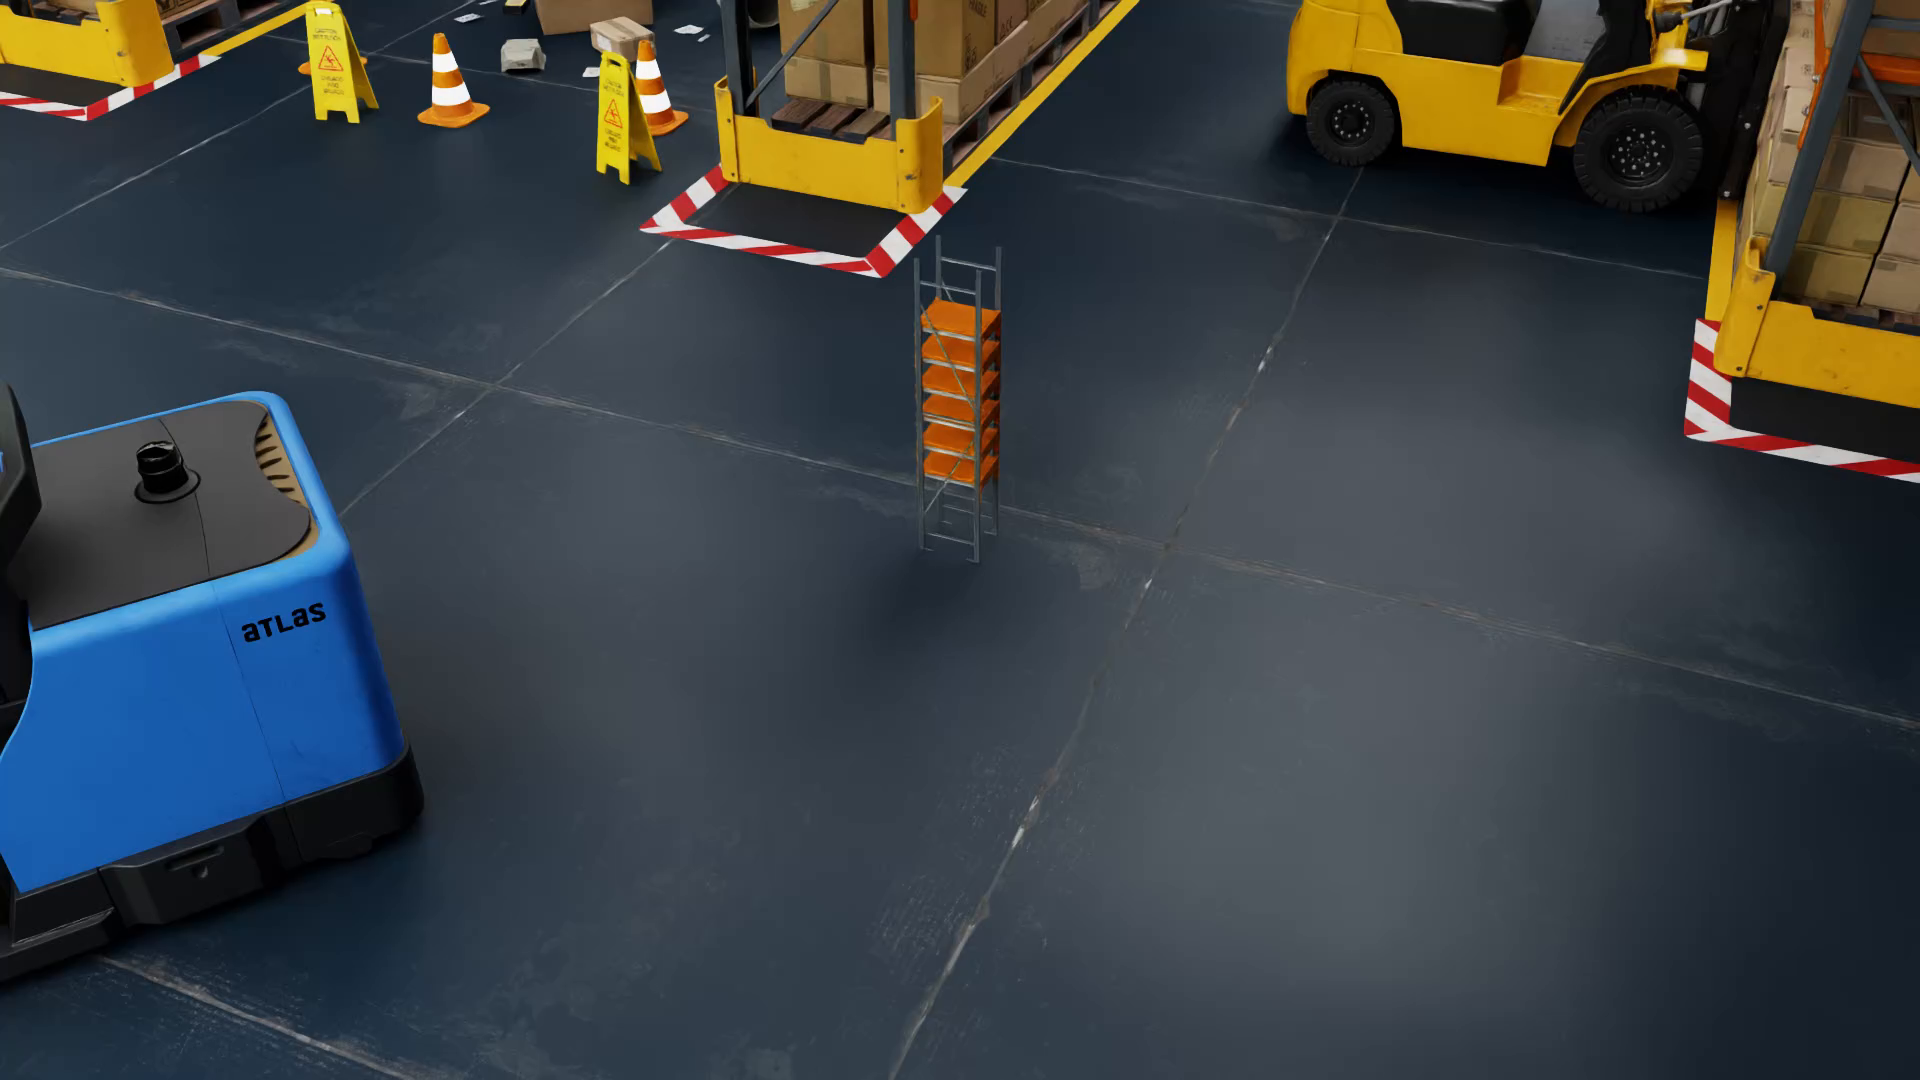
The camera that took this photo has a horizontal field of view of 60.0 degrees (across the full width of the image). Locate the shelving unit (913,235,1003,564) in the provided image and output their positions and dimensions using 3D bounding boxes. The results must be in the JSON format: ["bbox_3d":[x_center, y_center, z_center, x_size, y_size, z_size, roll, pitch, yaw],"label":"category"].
[{"bbox_3d":[-0.006,-0.473,5.880,0.258,1.200,0.189,14,39,18],"label":"shelving unit"}]

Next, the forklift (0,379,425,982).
[{"bbox_3d":[-3.166,-0.110,3.949,3.031,2.935,1.130,-19,41,-23],"label":"forklift"}]

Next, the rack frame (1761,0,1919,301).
[{"bbox_3d":[3.887,-1.907,6.296,1.000,3.000,0.127,14,39,18],"label":"rack frame"}]

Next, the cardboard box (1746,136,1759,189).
[{"bbox_3d":[4.170,-1.854,8.171,0.500,0.250,0.500,14,39,18],"label":"cardboard box"}]

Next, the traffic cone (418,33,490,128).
[{"bbox_3d":[-2.890,-2.616,9.363,0.336,0.463,0.334,14,39,18],"label":"traffic cone"}]

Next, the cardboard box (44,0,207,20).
[{"bbox_3d":[-5.124,-3.815,10.272,0.875,0.875,0.875,14,39,18],"label":"cardboard box"}]

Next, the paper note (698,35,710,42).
[{"bbox_3d":[-1.612,-3.162,10.472,0.032,0.001,0.123,14,39,18],"label":"paper note"}]

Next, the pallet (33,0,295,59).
[{"bbox_3d":[-5.089,-3.451,10.690,1.003,0.211,1.213,14,39,18],"label":"pallet"}]

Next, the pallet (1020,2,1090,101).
[{"bbox_3d":[0.132,-3.075,10.188,1.003,0.211,1.213,14,39,18],"label":"pallet"}]

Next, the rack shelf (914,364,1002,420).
[{"bbox_3d":[-0.006,-0.533,5.835,0.258,0.103,0.180,14,39,18],"label":"rack shelf"}]

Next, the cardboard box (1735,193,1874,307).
[{"bbox_3d":[3.774,-1.306,7.437,0.500,0.250,0.500,14,39,18],"label":"cardboard box"}]

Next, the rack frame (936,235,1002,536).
[{"bbox_3d":[0.029,-0.523,5.948,0.240,1.200,0.006,14,39,18],"label":"rack frame"}]

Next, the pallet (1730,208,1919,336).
[{"bbox_3d":[4.139,-1.223,7.710,1.003,0.211,1.213,14,39,18],"label":"pallet"}]

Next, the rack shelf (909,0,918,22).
[{"bbox_3d":[0.056,-3.855,9.502,1.077,0.370,4.000,14,39,18],"label":"rack shelf"}]

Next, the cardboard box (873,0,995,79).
[{"bbox_3d":[-0.134,-2.800,8.810,0.500,0.500,0.500,13,39,16],"label":"cardboard box"}]

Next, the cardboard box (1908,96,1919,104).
[{"bbox_3d":[4.432,-1.875,7.363,0.500,0.250,0.500,14,39,18],"label":"cardboard box"}]

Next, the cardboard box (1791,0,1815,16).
[{"bbox_3d":[4.345,-2.545,8.260,0.500,0.250,0.500,13,39,17],"label":"cardboard box"}]

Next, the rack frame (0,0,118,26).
[{"bbox_3d":[-5.321,-4.107,9.239,1.000,3.000,0.127,14,39,18],"label":"rack frame"}]

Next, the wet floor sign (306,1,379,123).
[{"bbox_3d":[-3.501,-2.697,9.319,0.267,0.644,0.232,7,37,10],"label":"wet floor sign"}]

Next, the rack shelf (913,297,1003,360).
[{"bbox_3d":[-0.005,-0.725,5.691,0.258,0.103,0.180,14,39,18],"label":"rack shelf"}]

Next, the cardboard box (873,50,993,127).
[{"bbox_3d":[-0.142,-2.486,9.016,0.500,0.250,0.500,14,39,17],"label":"cardboard box"}]

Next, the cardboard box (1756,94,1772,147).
[{"bbox_3d":[4.161,-2.080,8.056,0.500,0.250,0.500,13,39,17],"label":"cardboard box"}]

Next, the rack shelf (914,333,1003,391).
[{"bbox_3d":[-0.005,-0.629,5.763,0.258,0.103,0.180,14,39,18],"label":"rack shelf"}]

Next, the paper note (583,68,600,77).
[{"bbox_3d":[-2.186,-2.823,10.001,0.148,0.019,0.142,1,37,2],"label":"paper note"}]

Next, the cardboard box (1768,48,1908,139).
[{"bbox_3d":[3.963,-1.984,7.510,0.500,0.250,0.500,15,39,19],"label":"cardboard box"}]

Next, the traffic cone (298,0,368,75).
[{"bbox_3d":[-3.806,-3.061,9.959,0.336,0.463,0.334,14,39,18],"label":"traffic cone"}]

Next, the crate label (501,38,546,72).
[{"bbox_3d":[-2.648,-2.935,10.062,0.250,0.136,0.298,-5,37,-6],"label":"crate label"}]

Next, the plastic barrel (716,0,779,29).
[{"bbox_3d":[-1.319,-3.492,10.568,0.421,0.421,0.512,-17,40,-22],"label":"plastic barrel"}]

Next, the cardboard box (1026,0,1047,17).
[{"bbox_3d":[0.260,-3.366,9.567,0.500,0.500,0.500,15,39,19],"label":"cardboard box"}]

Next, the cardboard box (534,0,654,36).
[{"bbox_3d":[-2.378,-3.585,10.626,0.797,0.503,0.637,-11,38,-14],"label":"cardboard box"}]

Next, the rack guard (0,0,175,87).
[{"bbox_3d":[-5.330,-3.093,9.970,1.175,0.500,0.348,14,39,18],"label":"rack guard"}]

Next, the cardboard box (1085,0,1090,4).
[{"bbox_3d":[0.647,-3.631,10.549,0.500,0.250,0.500,13,39,17],"label":"cardboard box"}]

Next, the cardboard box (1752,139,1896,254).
[{"bbox_3d":[3.783,-1.515,7.299,0.500,0.250,0.500,13,39,17],"label":"cardboard box"}]

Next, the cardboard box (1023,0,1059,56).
[{"bbox_3d":[0.255,-3.072,9.800,0.500,0.250,0.500,16,40,21],"label":"cardboard box"}]
